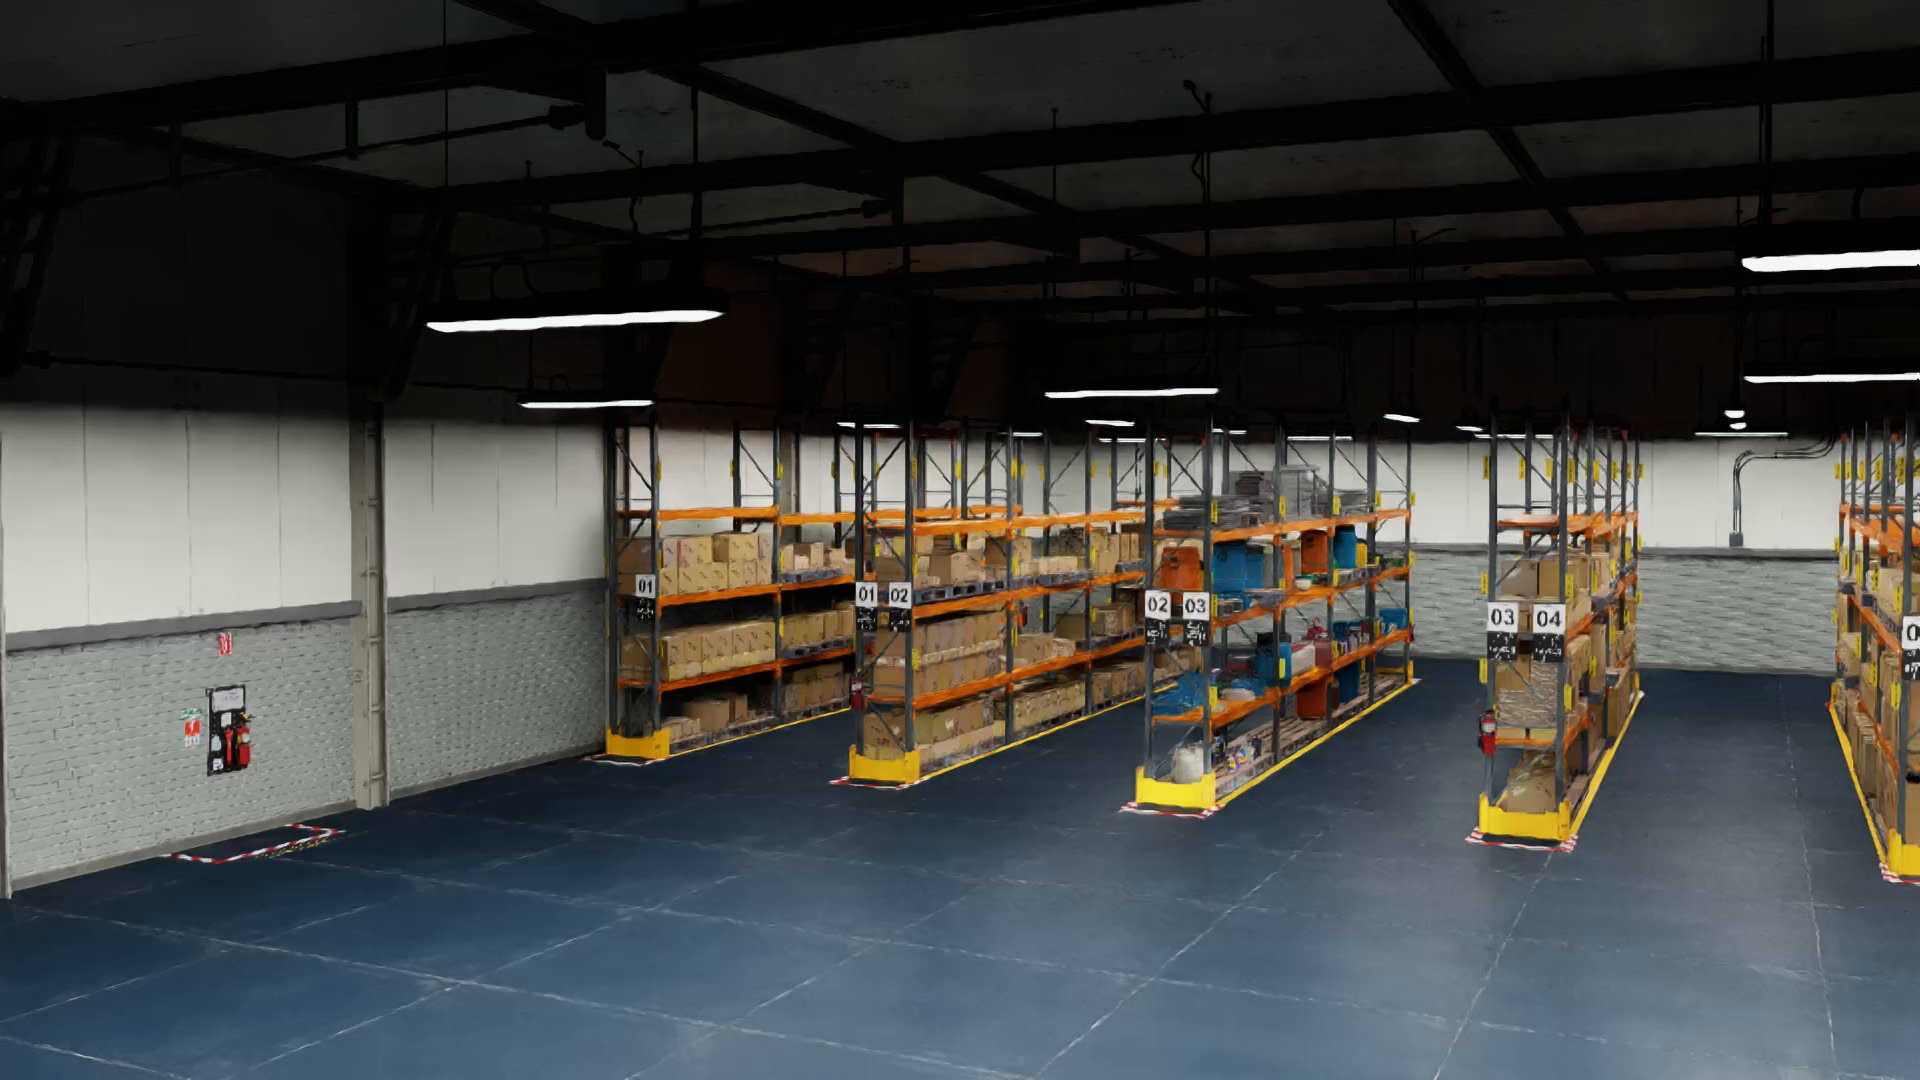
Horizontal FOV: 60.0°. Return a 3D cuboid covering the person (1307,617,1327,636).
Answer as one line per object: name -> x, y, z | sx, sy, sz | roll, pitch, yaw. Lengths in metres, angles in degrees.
person -> 8.072, 2.574, 37.638 | 0.533, 1.658, 1.031 | 2, 3, 34
